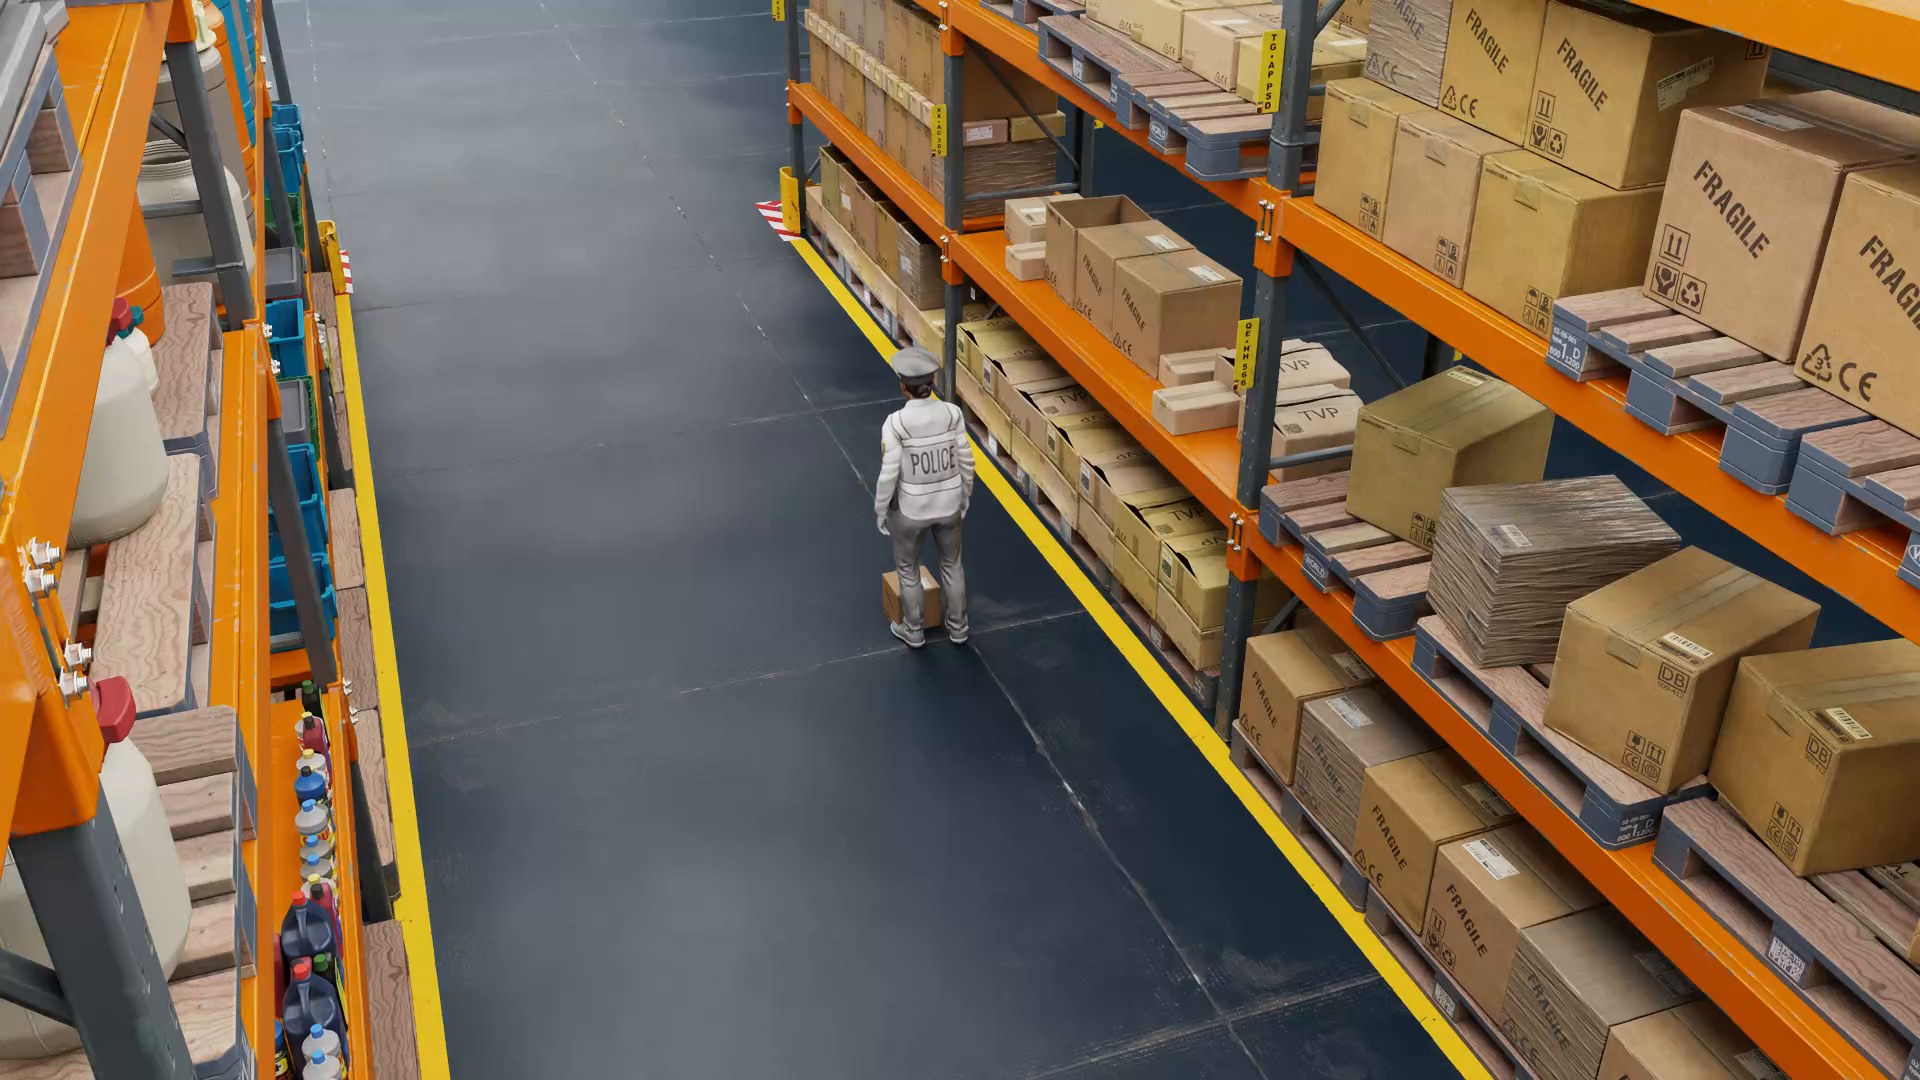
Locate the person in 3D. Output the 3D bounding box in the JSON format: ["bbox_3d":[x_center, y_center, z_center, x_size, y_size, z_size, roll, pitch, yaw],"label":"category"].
[{"bbox_3d":[-0.188,-0.180,8.645,0.538,1.663,0.404,-11,32,-18],"label":"person"}]
